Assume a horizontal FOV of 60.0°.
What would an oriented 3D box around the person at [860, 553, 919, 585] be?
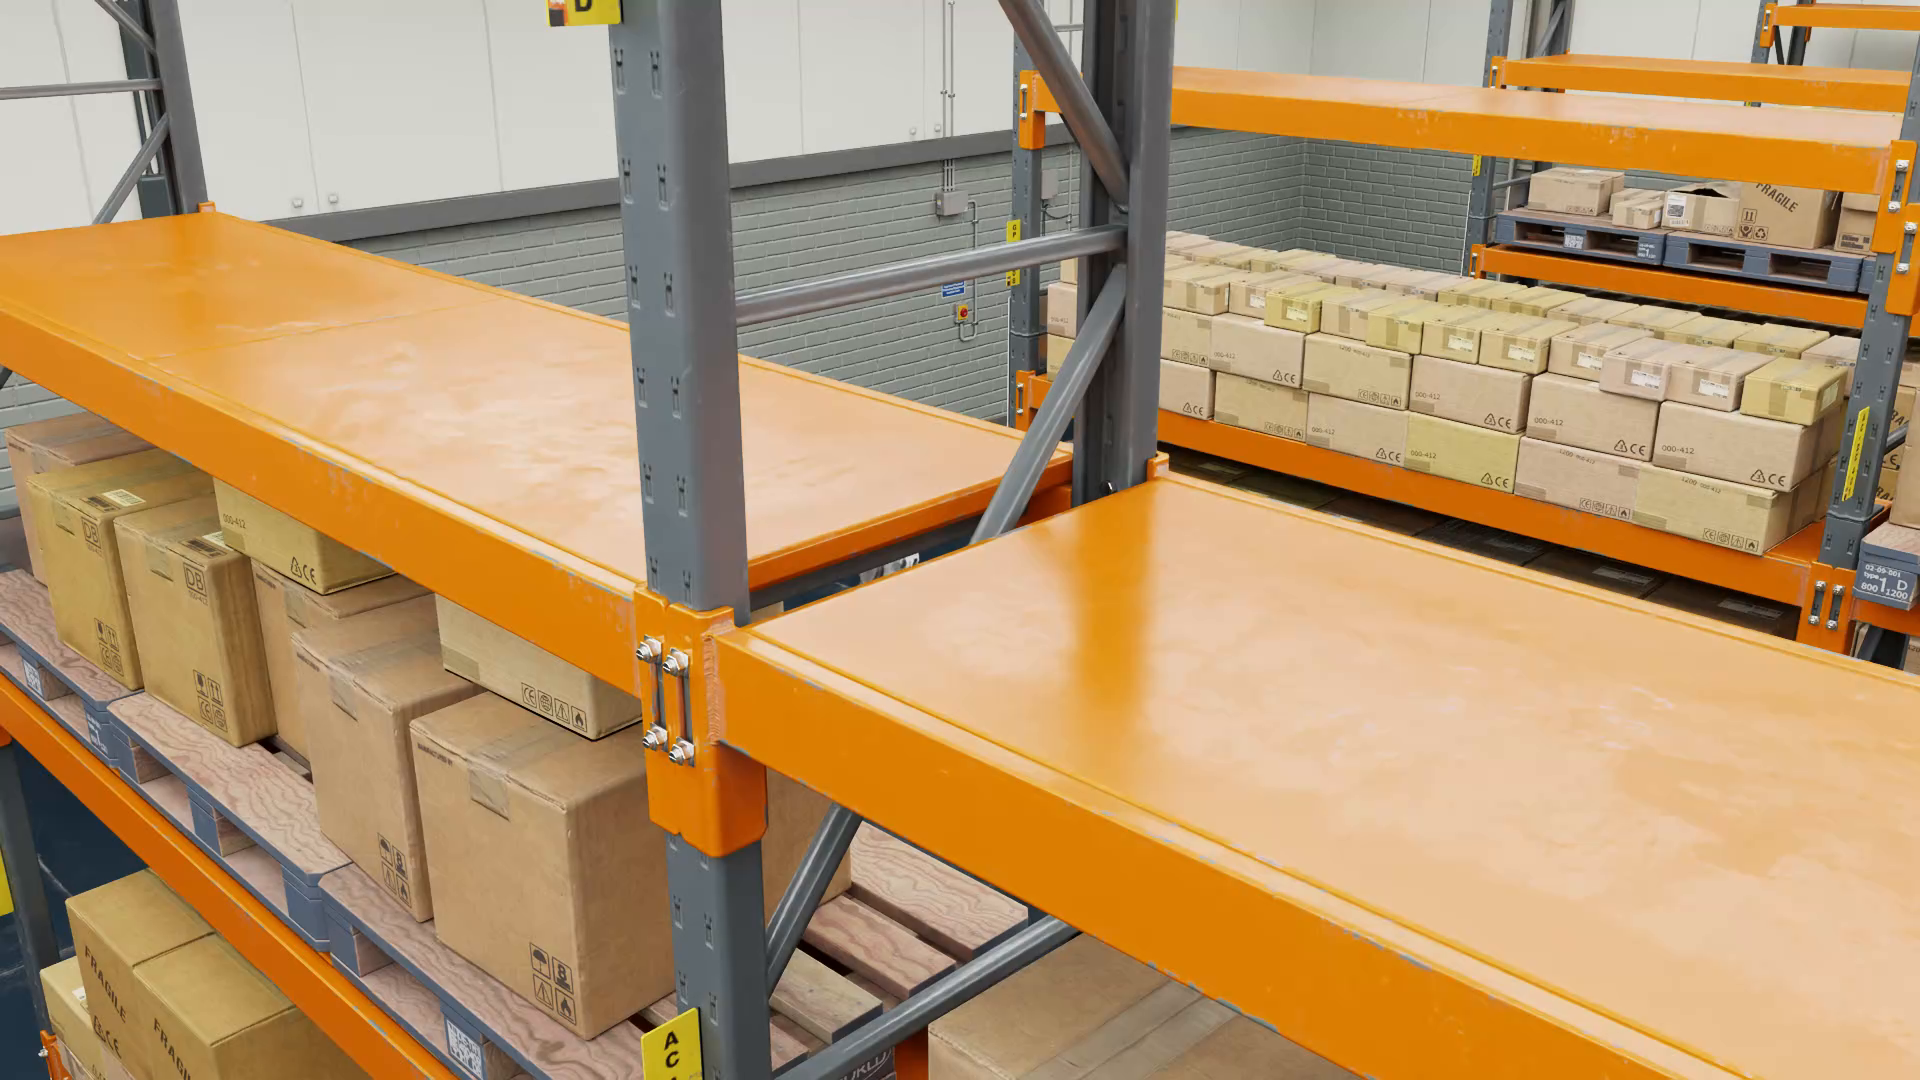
[{"bbox_3d":[-0.530,0.012,11.784,0.617,1.772,0.452,17,26,38],"label":"person"}]
